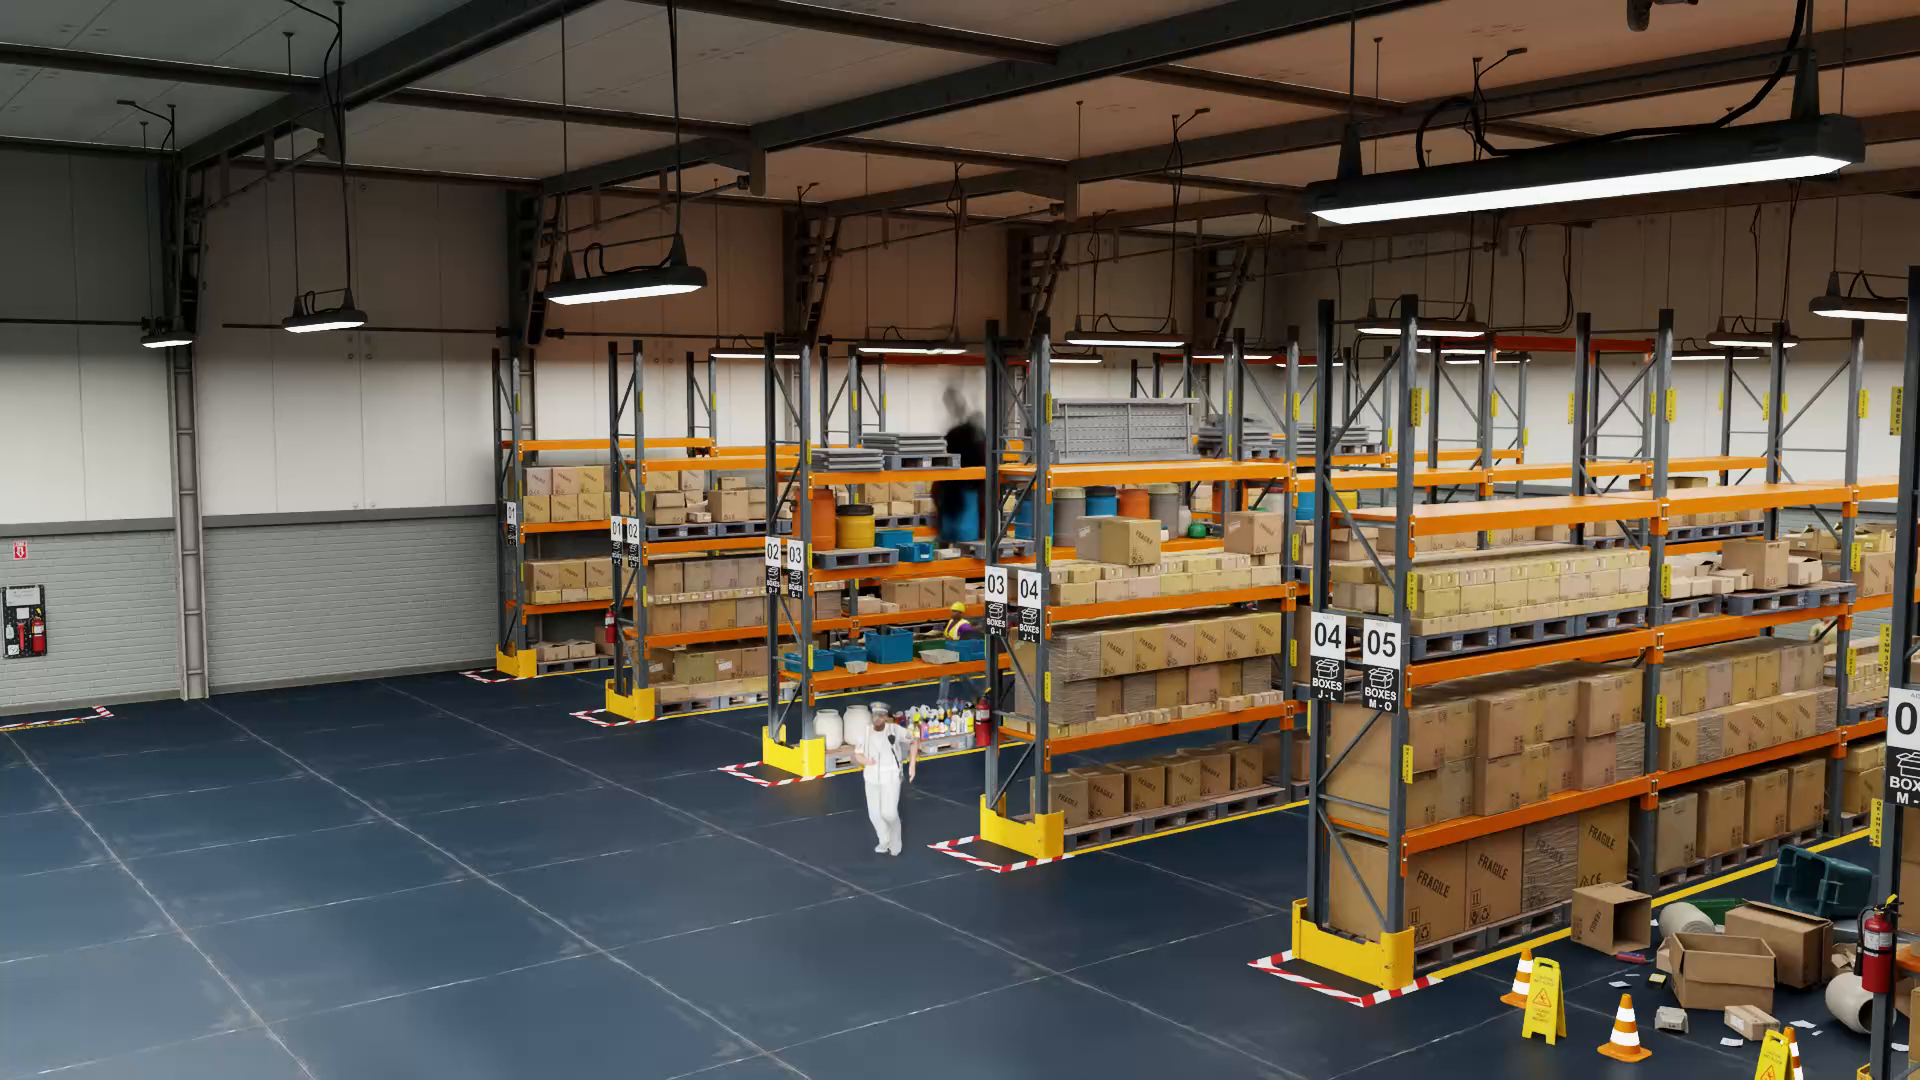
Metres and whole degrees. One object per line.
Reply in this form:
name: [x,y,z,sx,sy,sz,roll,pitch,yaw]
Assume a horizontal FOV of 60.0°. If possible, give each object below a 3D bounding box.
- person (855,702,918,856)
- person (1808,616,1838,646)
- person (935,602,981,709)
person: [-0.848,2.662,18.481,0.657,1.761,0.726,1,5,13]
person: [14.297,1.927,27.418,0.575,1.660,0.907,2,5,23]
person: [-0.056,1.893,26.938,0.946,1.776,0.693,-4,7,-40]
